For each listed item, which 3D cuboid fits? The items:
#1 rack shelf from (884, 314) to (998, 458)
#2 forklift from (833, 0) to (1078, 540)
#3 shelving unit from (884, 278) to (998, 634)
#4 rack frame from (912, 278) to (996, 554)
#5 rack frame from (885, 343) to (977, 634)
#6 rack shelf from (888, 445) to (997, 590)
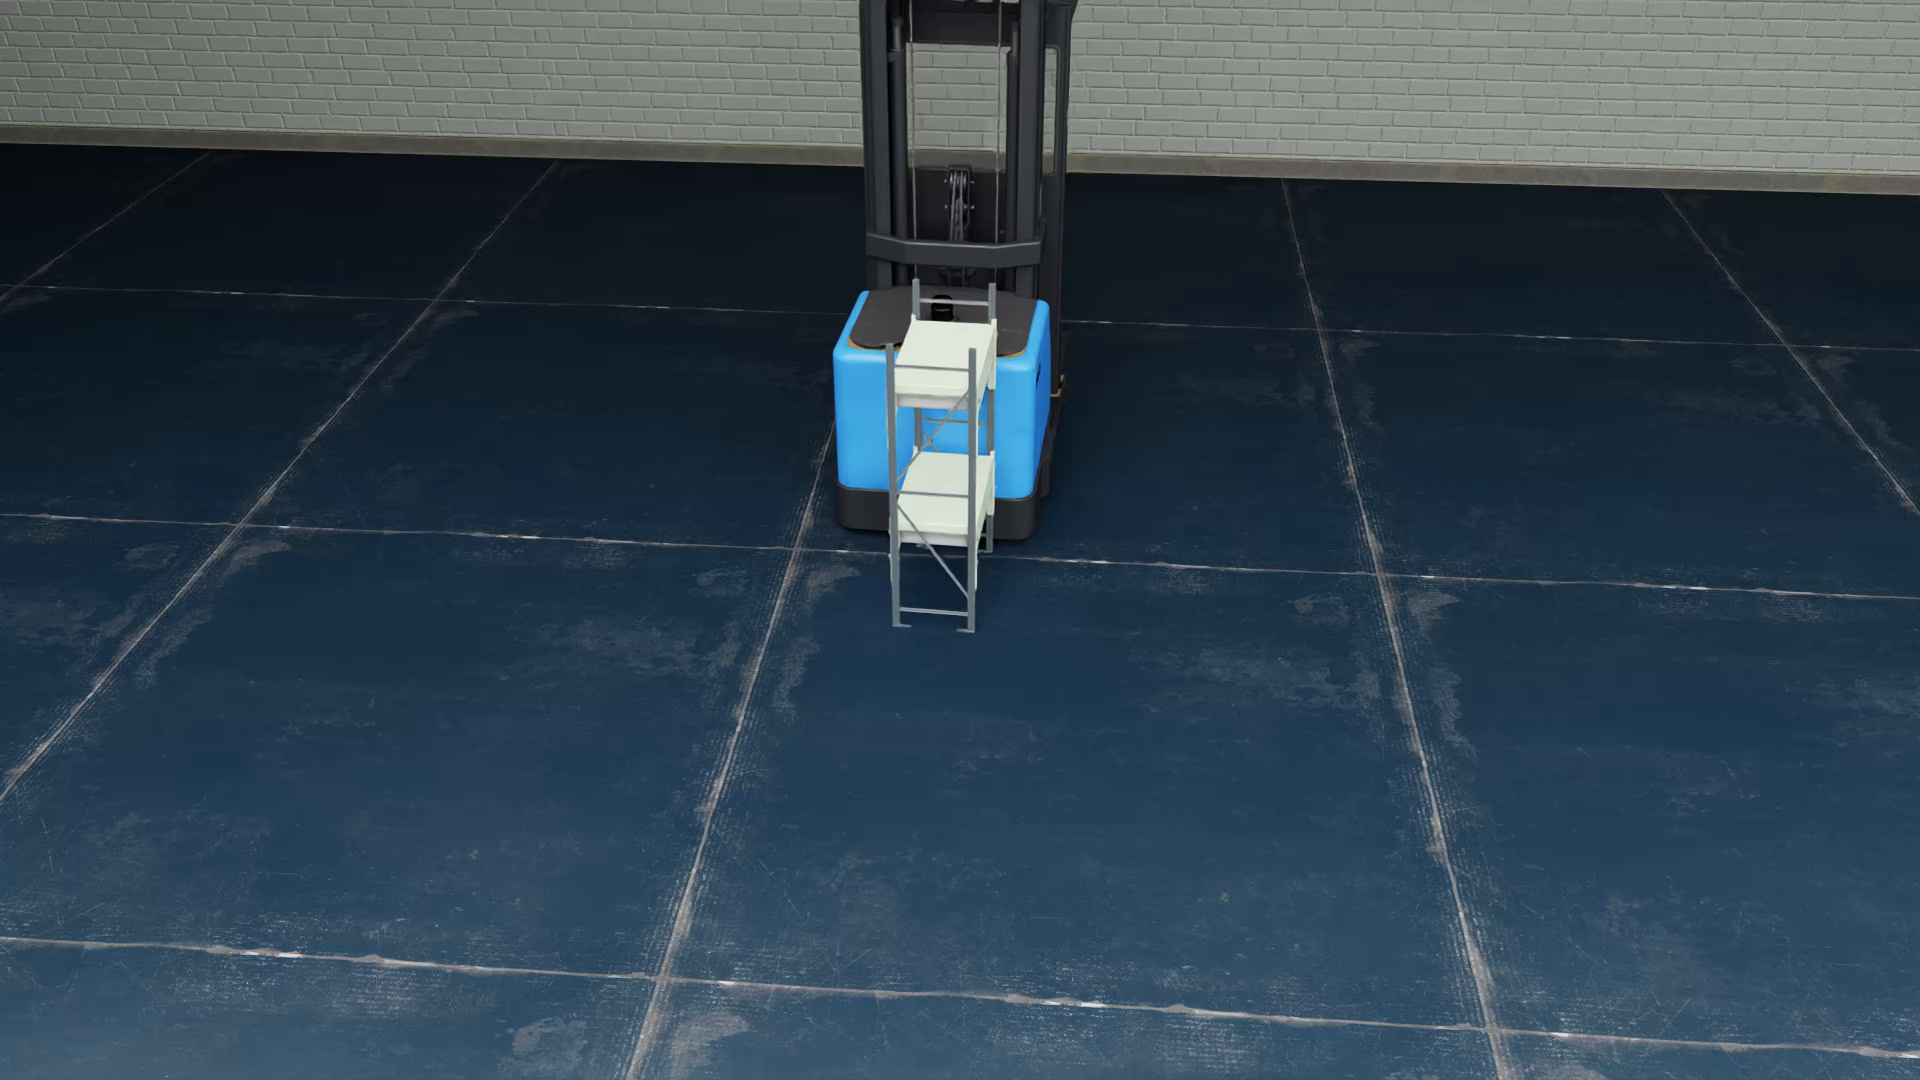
[{"bbox_3d":[-0.078,-0.729,7.759,0.431,0.370,0.720,4,32,7],"label":"rack shelf"},{"bbox_3d":[0.060,-2.004,9.208,1.130,2.935,3.031,4,32,7],"label":"forklift"},{"bbox_3d":[-0.078,-0.397,7.964,0.431,1.500,0.755,4,32,7],"label":"shelving unit"},{"bbox_3d":[-0.028,-0.587,8.273,0.400,1.500,0.023,4,32,7],"label":"rack frame"},{"bbox_3d":[-0.127,-0.206,7.655,0.400,1.500,0.023,4,32,7],"label":"rack frame"},{"bbox_3d":[-0.078,-0.119,8.135,0.431,0.370,0.720,4,32,7],"label":"rack shelf"}]
